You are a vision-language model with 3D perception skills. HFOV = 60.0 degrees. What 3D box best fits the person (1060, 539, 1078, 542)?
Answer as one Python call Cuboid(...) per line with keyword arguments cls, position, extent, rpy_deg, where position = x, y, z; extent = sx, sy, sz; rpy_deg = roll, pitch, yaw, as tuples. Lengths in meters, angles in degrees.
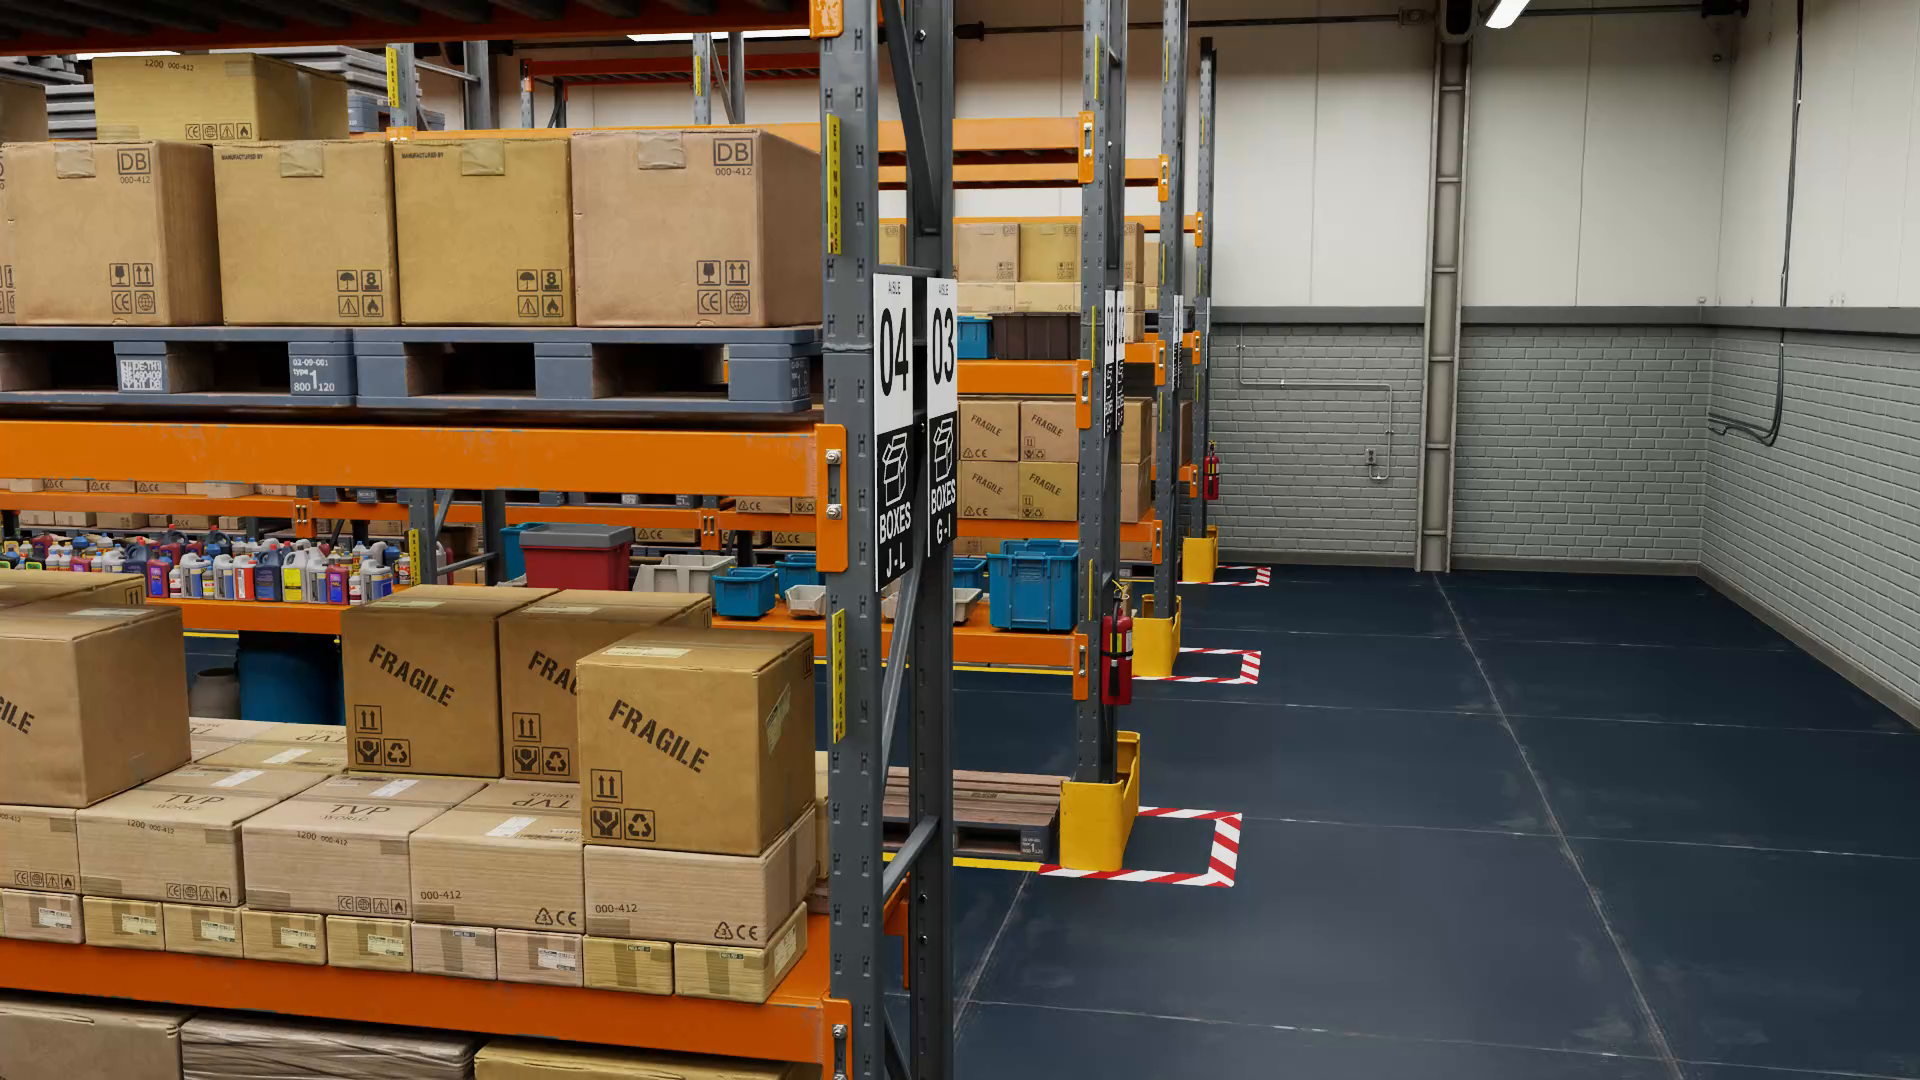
Cuboid(cls="person", position=(1.092, 0.334, 16.223), extent=(0.921, 1.033, 0.447), rpy_deg=(1, 8, 9))
